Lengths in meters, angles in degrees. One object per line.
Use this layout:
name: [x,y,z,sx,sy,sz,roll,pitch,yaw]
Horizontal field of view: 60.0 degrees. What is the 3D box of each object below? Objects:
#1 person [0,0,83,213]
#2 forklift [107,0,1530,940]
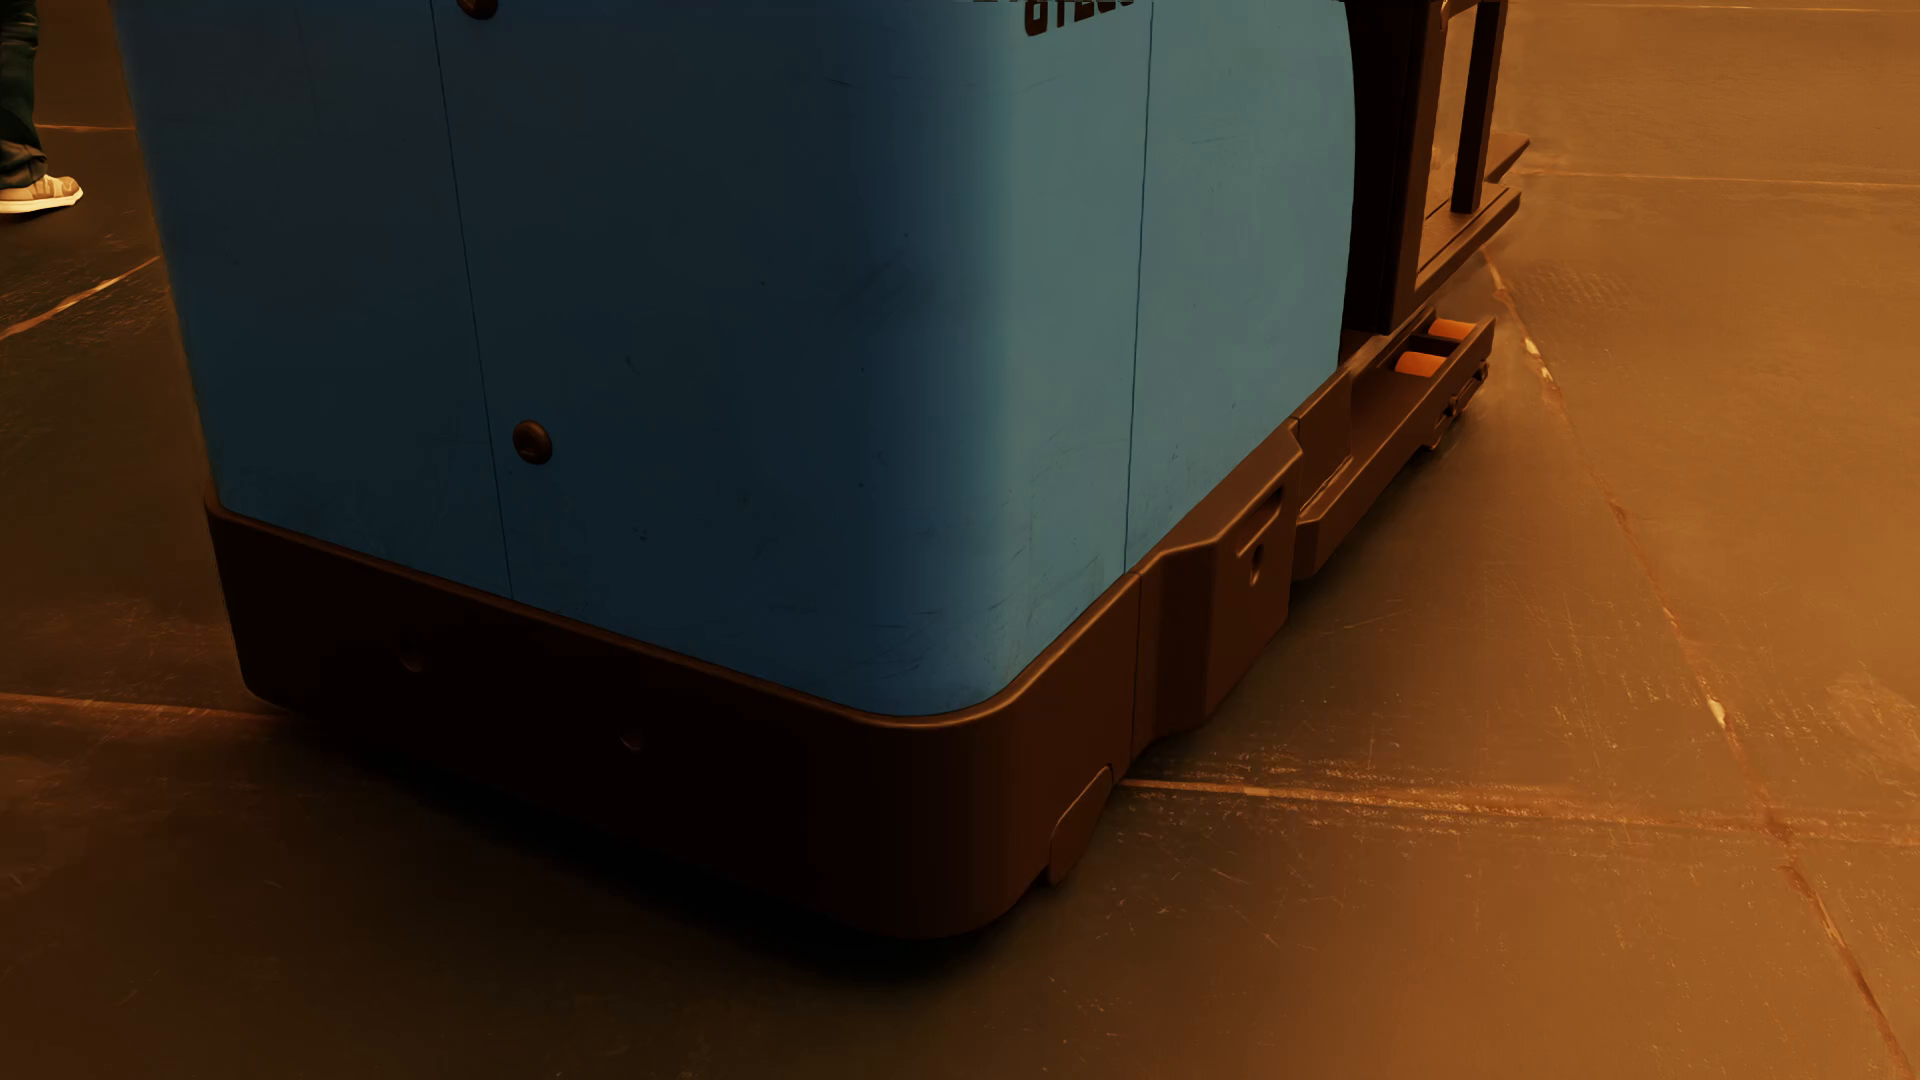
person: [-2.363,-1.477,3.805,0.656,1.529,0.600,7,27,13]
forklift: [0.293,-1.553,2.330,1.130,2.935,3.031,14,30,26]
